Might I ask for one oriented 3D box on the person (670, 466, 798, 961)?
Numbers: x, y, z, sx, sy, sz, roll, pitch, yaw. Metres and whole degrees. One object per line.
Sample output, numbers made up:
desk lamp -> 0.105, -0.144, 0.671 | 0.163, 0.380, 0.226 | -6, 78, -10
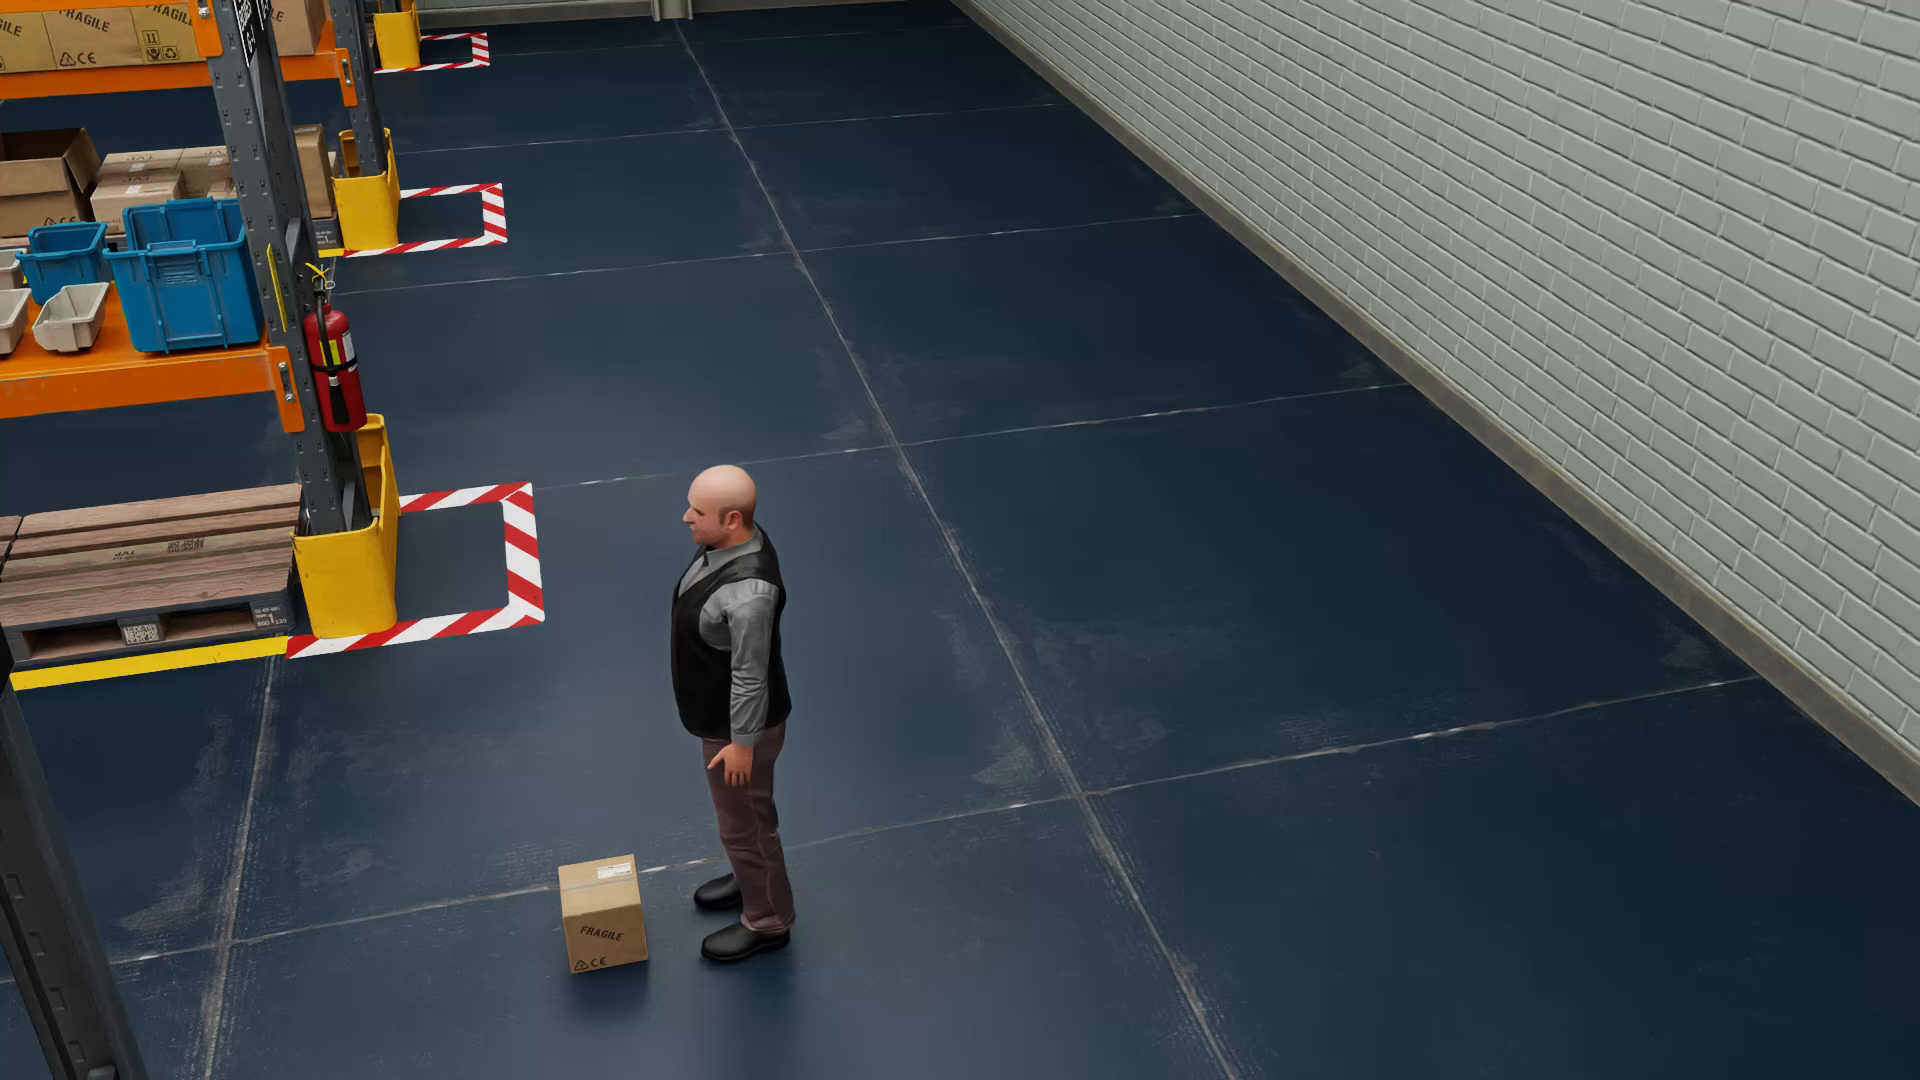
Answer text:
person -> -0.710, 0.545, 5.215 | 0.358, 1.721, 0.530 | -7, 31, -12
